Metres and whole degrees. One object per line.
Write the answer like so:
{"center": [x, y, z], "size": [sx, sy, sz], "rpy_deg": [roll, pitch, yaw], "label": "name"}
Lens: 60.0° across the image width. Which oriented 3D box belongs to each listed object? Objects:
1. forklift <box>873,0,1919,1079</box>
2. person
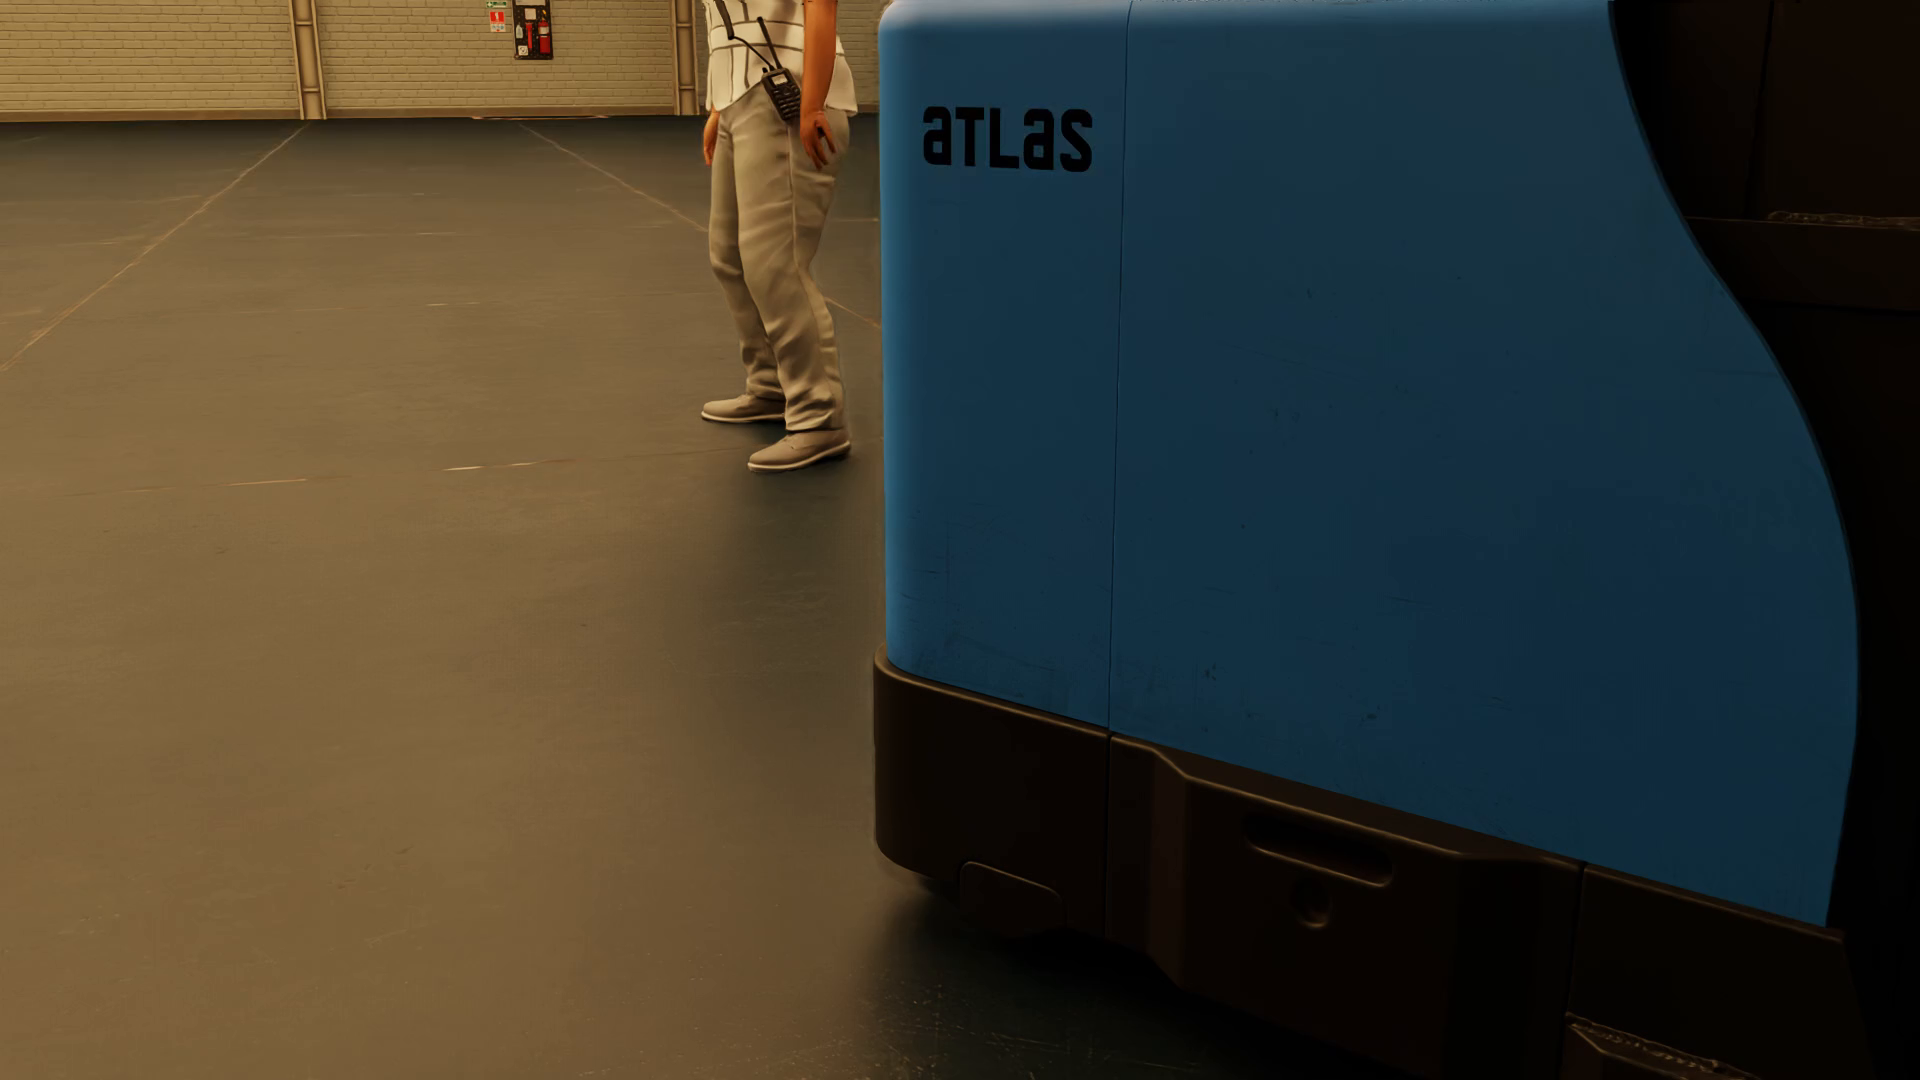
{"center": [1.379, -0.827, 1.170], "size": [3.031, 2.935, 1.130], "rpy_deg": [12, 20, 35], "label": "forklift"}
{"center": [-0.489, -1.060, 4.280], "size": [0.418, 1.655, 0.752], "rpy_deg": [-5, 17, -17], "label": "person"}
